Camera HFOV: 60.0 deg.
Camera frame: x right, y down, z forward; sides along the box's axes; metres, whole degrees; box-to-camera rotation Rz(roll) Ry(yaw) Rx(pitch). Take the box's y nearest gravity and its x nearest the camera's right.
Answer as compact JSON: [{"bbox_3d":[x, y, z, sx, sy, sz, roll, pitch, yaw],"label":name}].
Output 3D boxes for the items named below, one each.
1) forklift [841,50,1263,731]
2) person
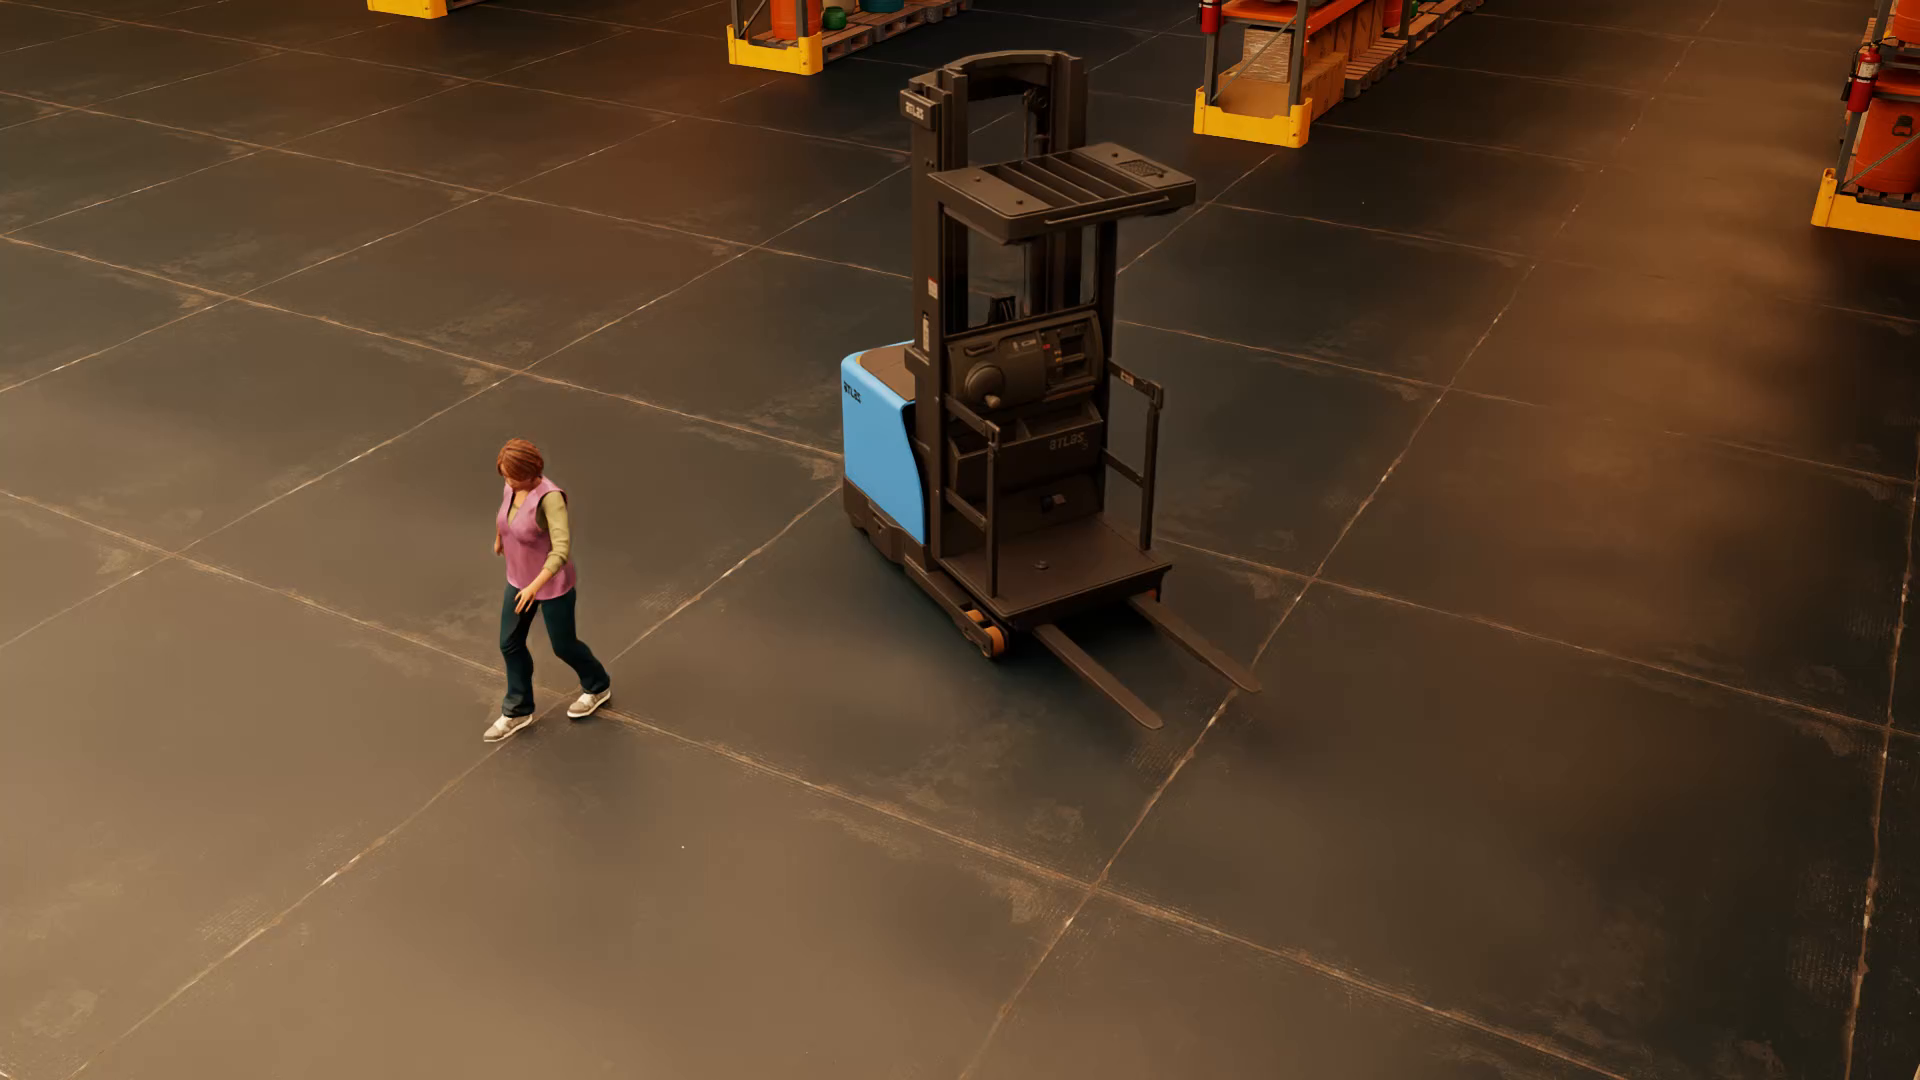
[{"bbox_3d":[0.461,-0.903,8.635,1.130,2.935,3.031,-16,34,-26],"label":"forklift"},{"bbox_3d":[-2.097,0.233,8.060,0.834,1.575,0.681,22,37,33],"label":"person"}]
